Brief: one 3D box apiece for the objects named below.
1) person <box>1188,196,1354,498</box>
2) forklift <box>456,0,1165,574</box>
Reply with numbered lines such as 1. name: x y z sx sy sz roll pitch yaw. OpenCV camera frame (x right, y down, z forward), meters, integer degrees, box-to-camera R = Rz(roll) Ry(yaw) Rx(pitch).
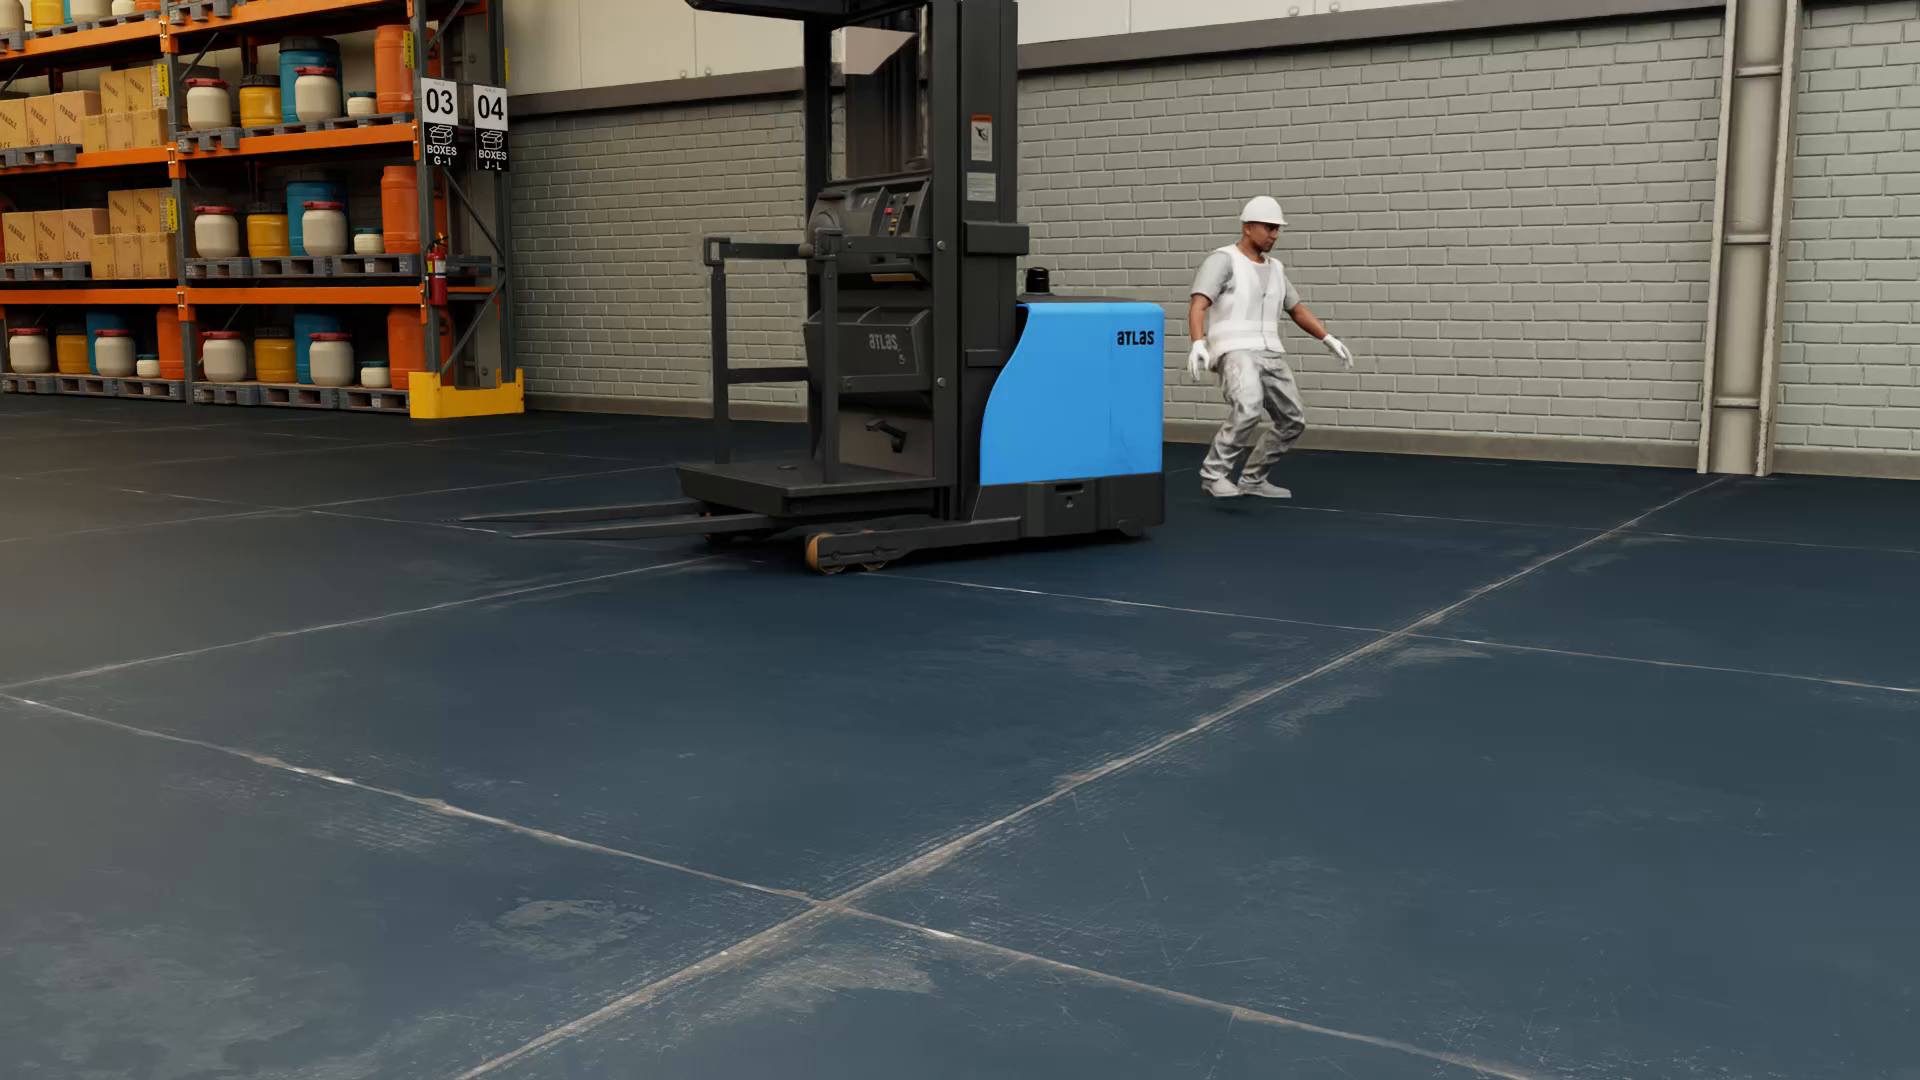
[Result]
1. person: 1.592 -1.007 8.923 1.014 1.645 0.660 -6 10 -34
2. forklift: -0.569 -1.397 7.020 3.031 2.935 1.130 -5 10 -33
